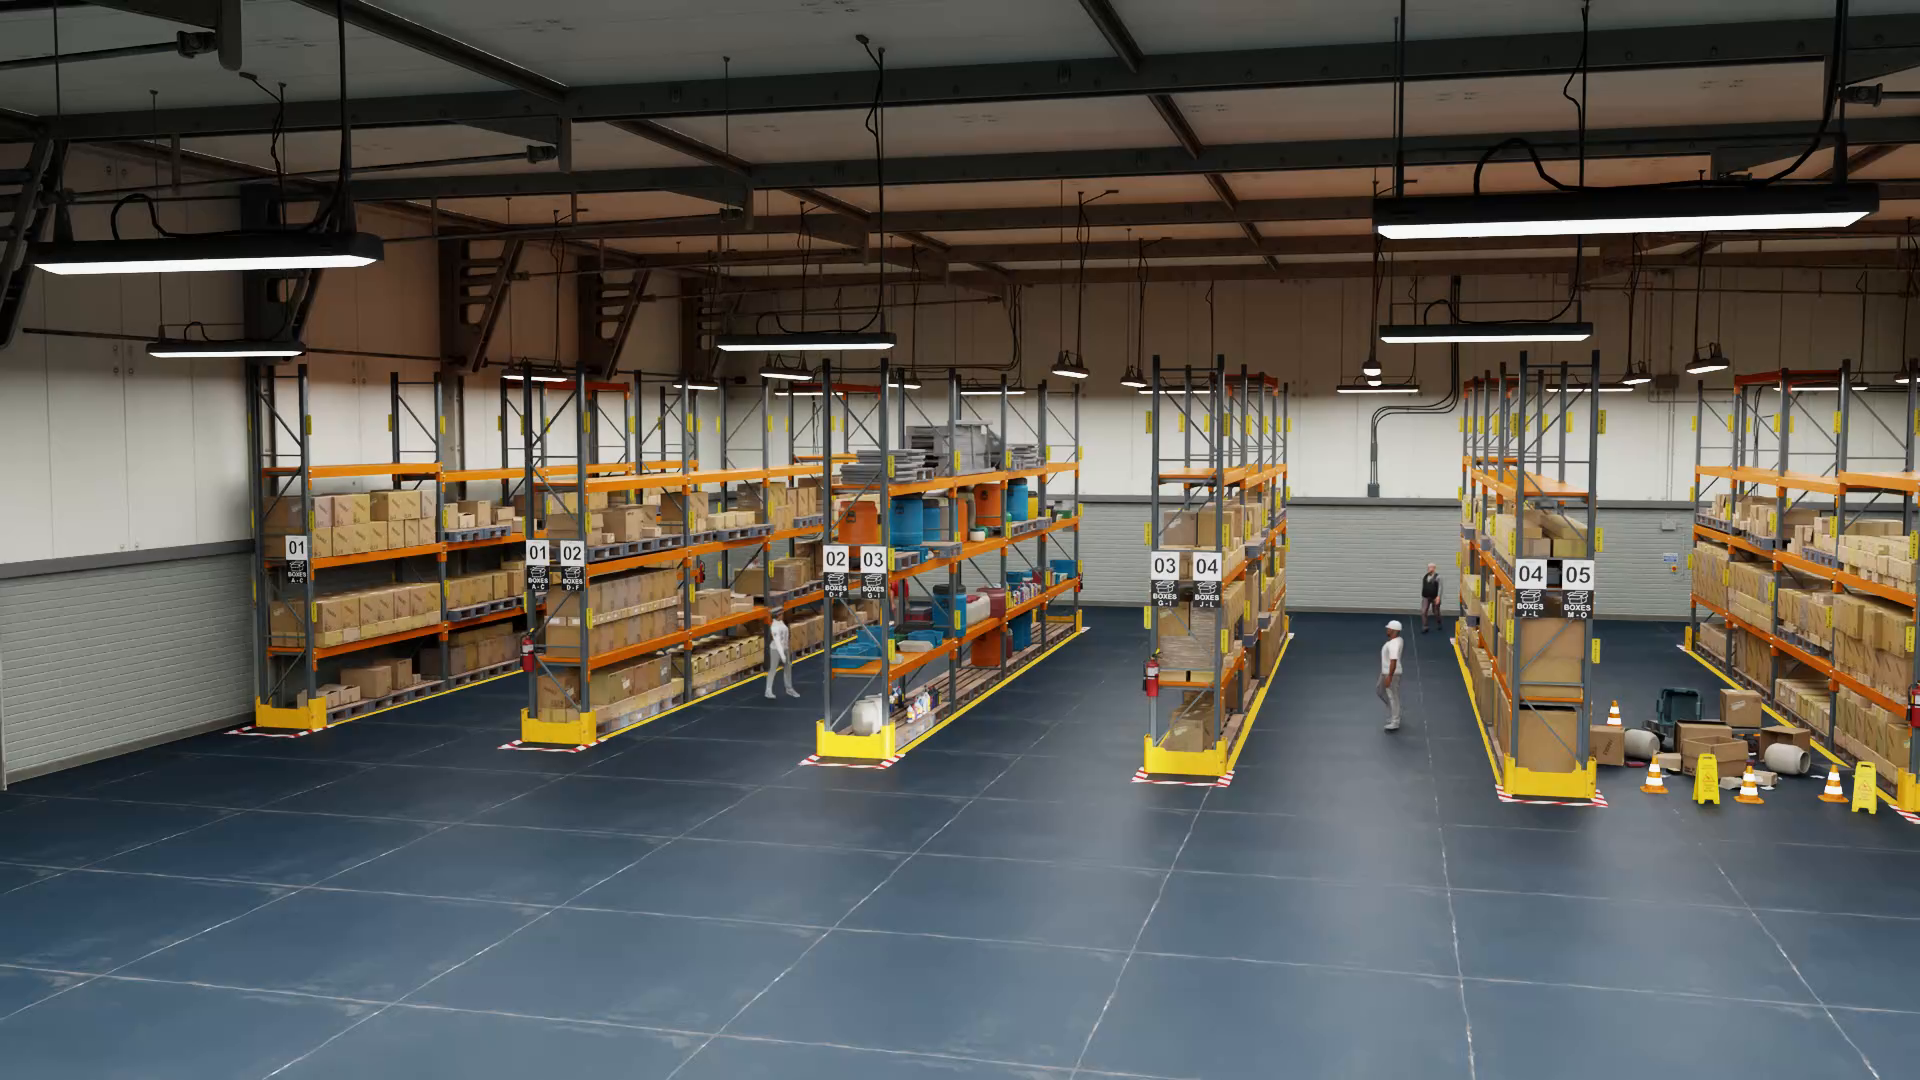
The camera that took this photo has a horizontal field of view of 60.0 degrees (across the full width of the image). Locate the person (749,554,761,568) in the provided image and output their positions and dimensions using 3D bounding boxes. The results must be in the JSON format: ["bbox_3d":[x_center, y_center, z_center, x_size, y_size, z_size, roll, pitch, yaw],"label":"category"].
[{"bbox_3d":[-5.388,1.164,43.792,0.422,1.596,0.430,1,4,11],"label":"person"}]

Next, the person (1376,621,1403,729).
[{"bbox_3d":[7.153,2.209,27.547,0.419,1.765,0.683,0,4,3],"label":"person"}]

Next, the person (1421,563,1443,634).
[{"bbox_3d":[11.345,1.398,39.971,0.567,1.678,0.860,3,5,33],"label":"person"}]

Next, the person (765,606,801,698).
[{"bbox_3d":[-3.254,2.042,30.291,0.509,1.714,0.618,2,4,21],"label":"person"}]

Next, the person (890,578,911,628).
[{"bbox_3d":[-1.377,1.489,38.607,0.482,1.744,0.594,3,5,38],"label":"person"}]
